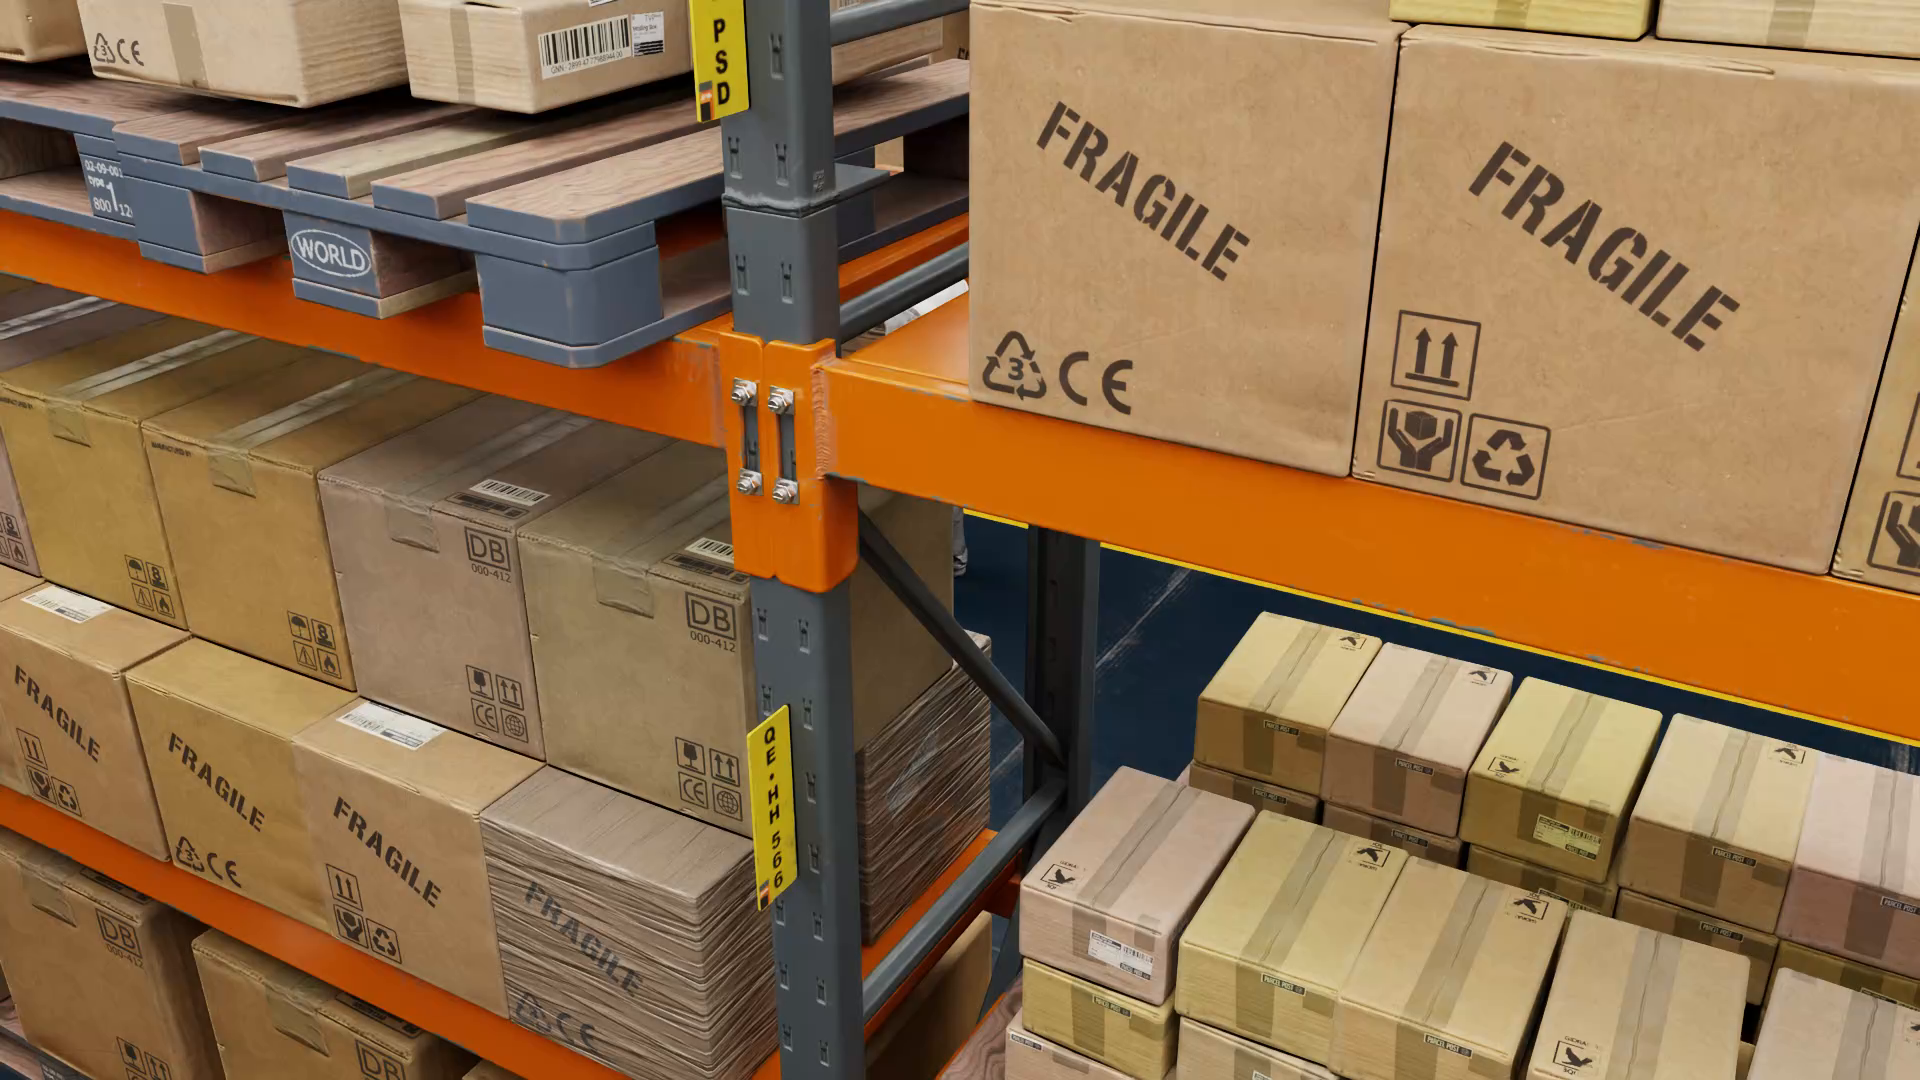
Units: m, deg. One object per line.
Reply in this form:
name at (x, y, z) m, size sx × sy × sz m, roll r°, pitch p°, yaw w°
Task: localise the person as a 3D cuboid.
person at (-0.152, -0.585, 7.264) m, size 0.460 × 1.772 × 0.581 m, roll 14°, pitch 30°, yaw 27°
